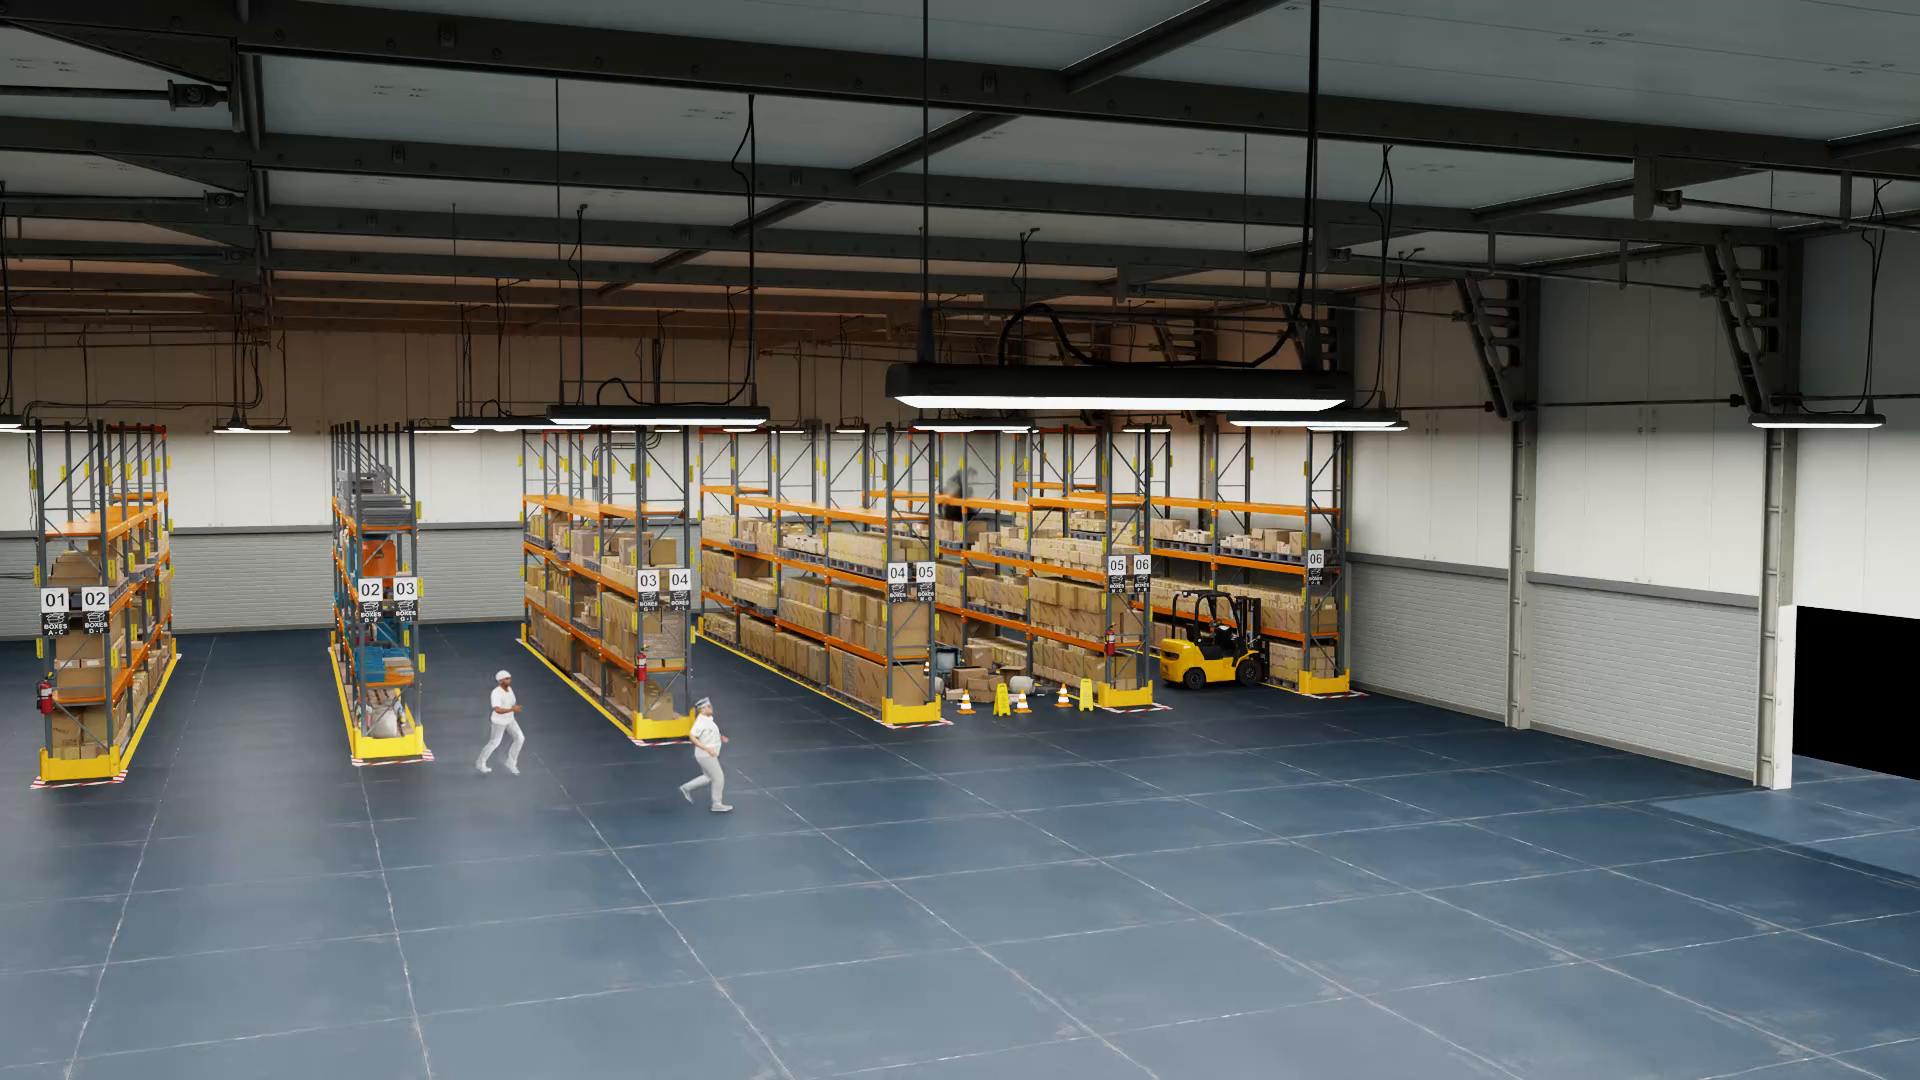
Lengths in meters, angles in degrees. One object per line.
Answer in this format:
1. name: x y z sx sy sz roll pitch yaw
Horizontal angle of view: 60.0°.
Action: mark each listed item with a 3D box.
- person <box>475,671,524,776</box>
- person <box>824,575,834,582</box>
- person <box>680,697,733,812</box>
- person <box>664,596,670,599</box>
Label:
1. person: -7.722 3.073 28.061 0.889 1.764 0.700 1 4 17
2. person: -4.016 1.756 50.875 0.729 1.624 0.607 -2 4 -27
3. person: -3.888 3.260 25.366 0.830 1.747 0.675 0 4 1
4. person: -8.597 1.890 47.608 0.734 1.797 0.631 1 4 10
